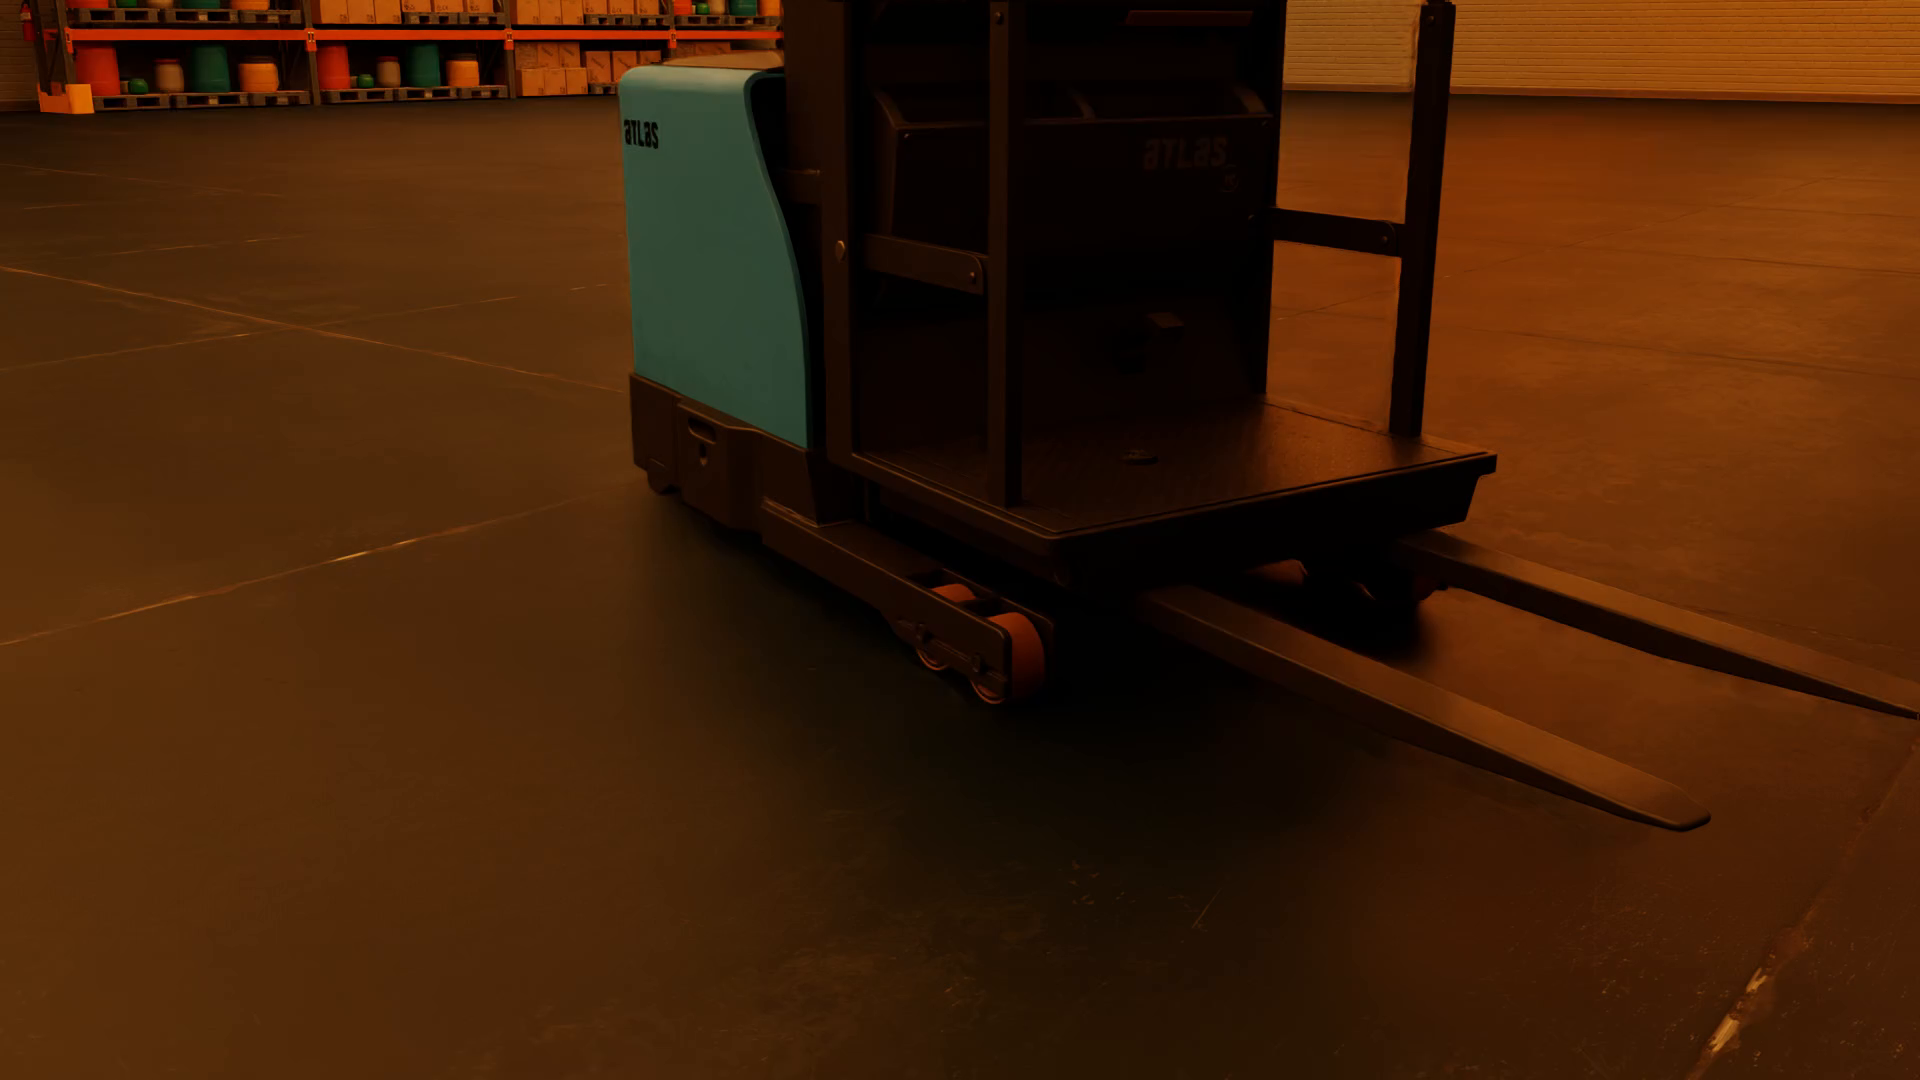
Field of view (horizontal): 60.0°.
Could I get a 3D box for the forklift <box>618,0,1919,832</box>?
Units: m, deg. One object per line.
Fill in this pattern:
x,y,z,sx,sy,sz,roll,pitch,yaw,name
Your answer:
0.352,-1.262,3.054,1.130,2.935,3.031,-10,20,-31,forklift
